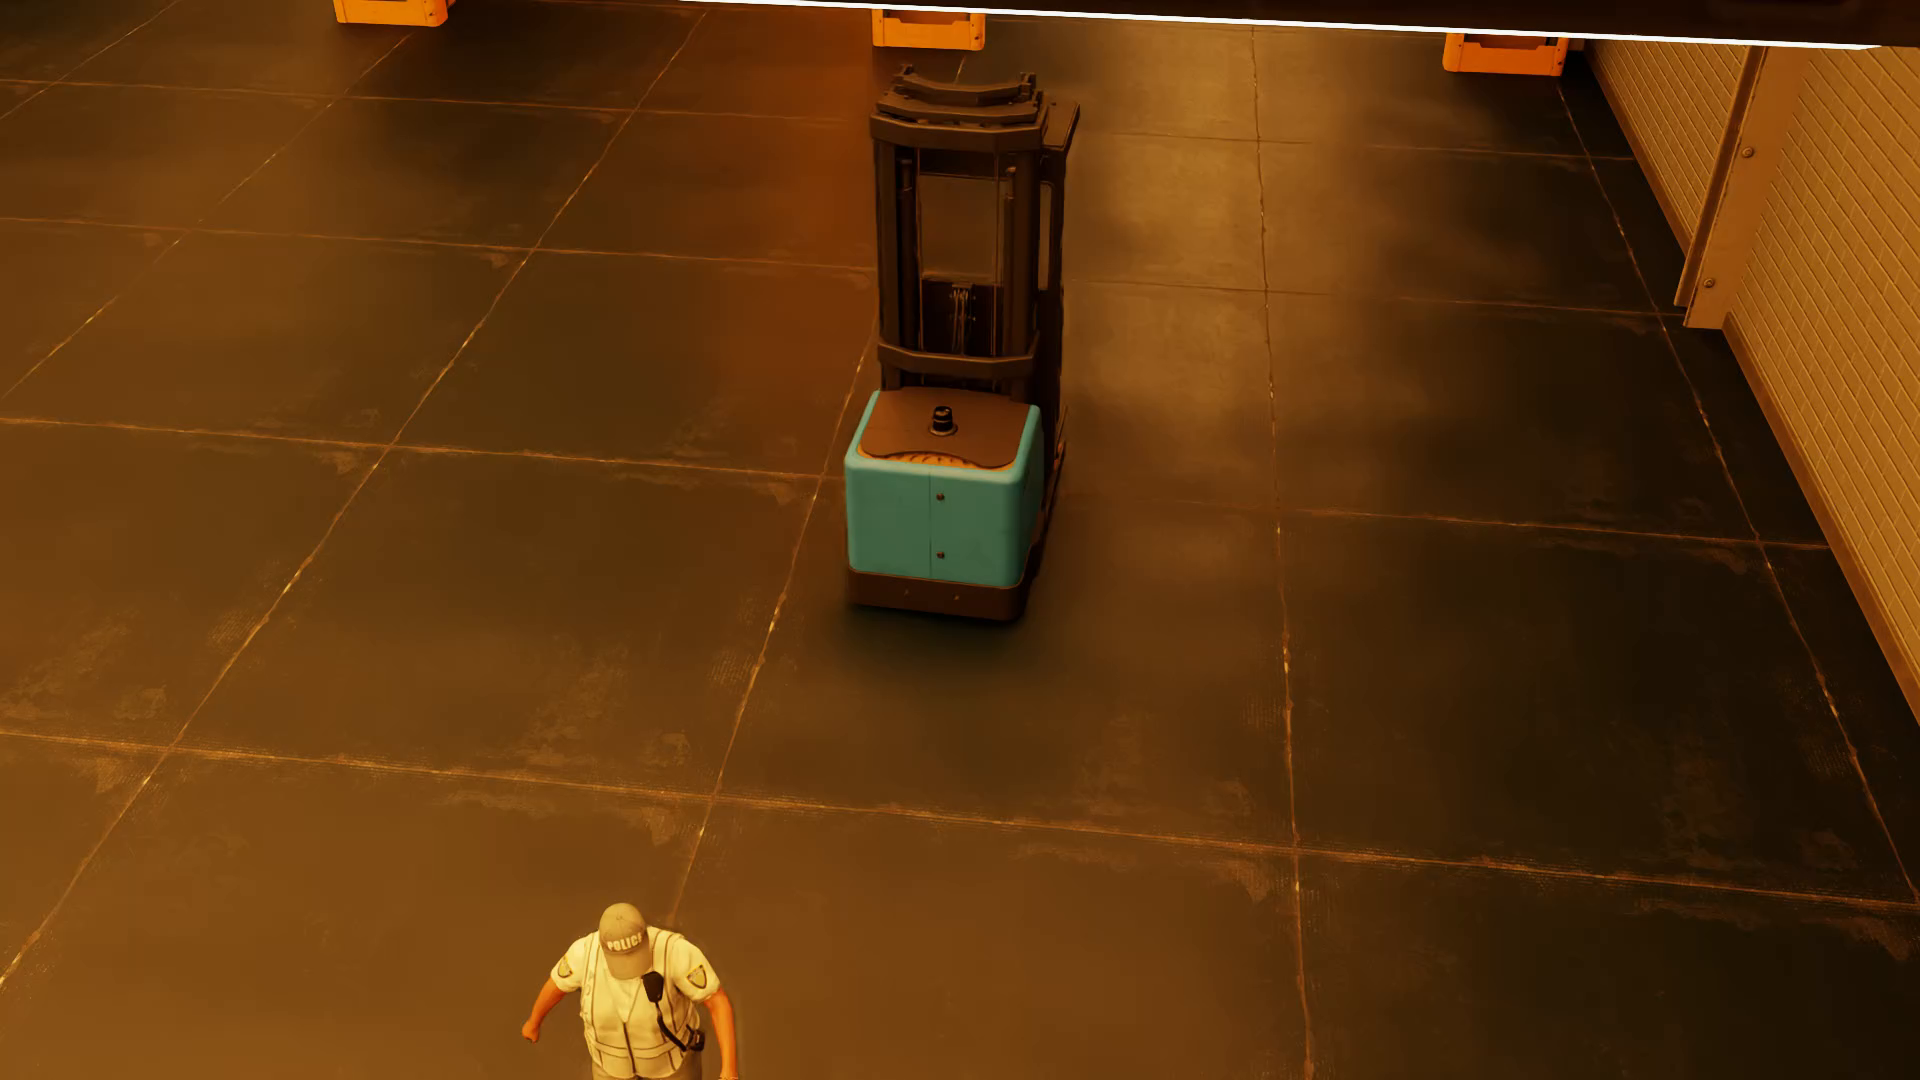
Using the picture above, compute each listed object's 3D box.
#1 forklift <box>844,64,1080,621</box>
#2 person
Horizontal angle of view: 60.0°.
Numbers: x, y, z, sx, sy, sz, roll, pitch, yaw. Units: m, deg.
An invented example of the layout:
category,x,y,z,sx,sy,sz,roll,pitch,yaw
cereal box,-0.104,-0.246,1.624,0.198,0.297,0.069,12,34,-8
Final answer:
category,x,y,z,sx,sy,sz,roll,pitch,yaw
forklift,0.098,-1.578,10.171,1.130,2.935,3.031,6,37,8
person,-1.260,2.029,6.398,0.919,1.653,0.693,1,36,1
